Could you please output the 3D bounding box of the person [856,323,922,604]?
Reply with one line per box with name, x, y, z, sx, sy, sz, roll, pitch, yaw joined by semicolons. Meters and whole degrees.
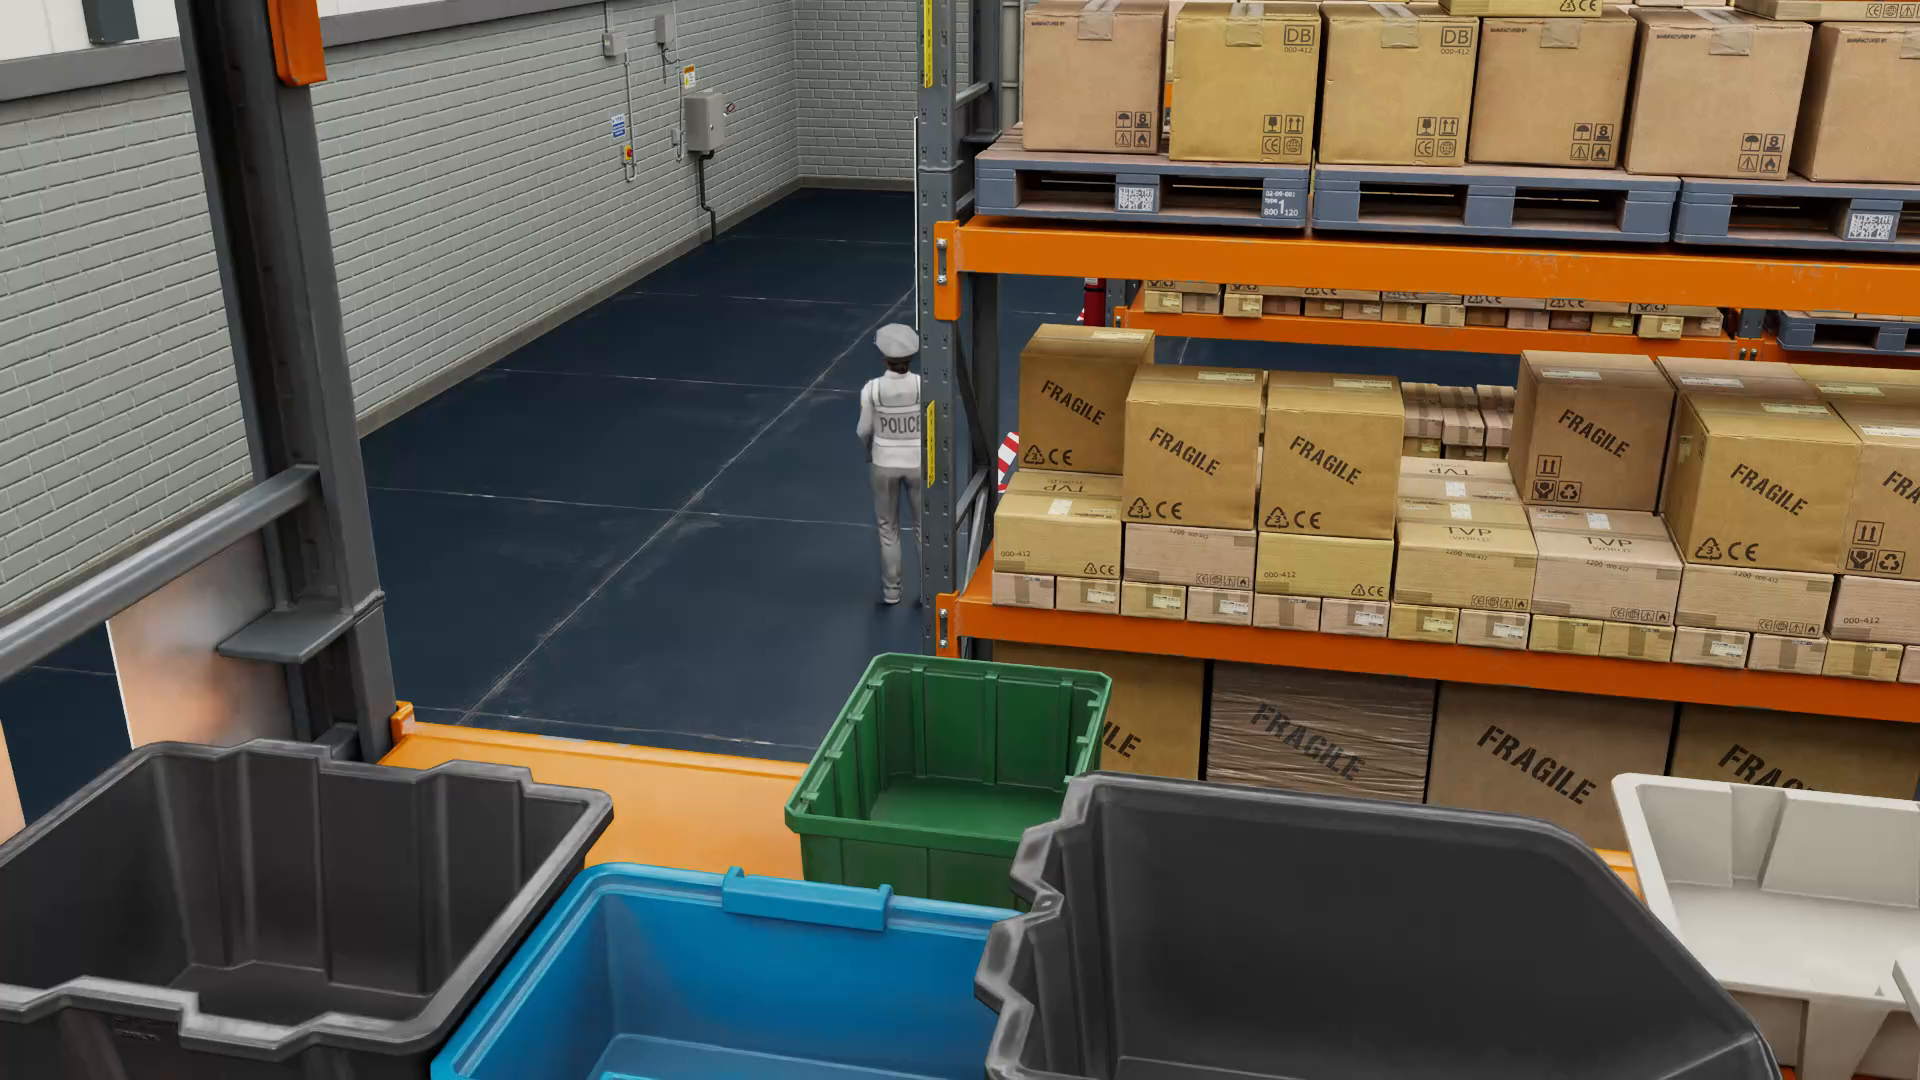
person;-0.341;-0.446;9.654;0.520;1.701;0.535;-3;22;-8
